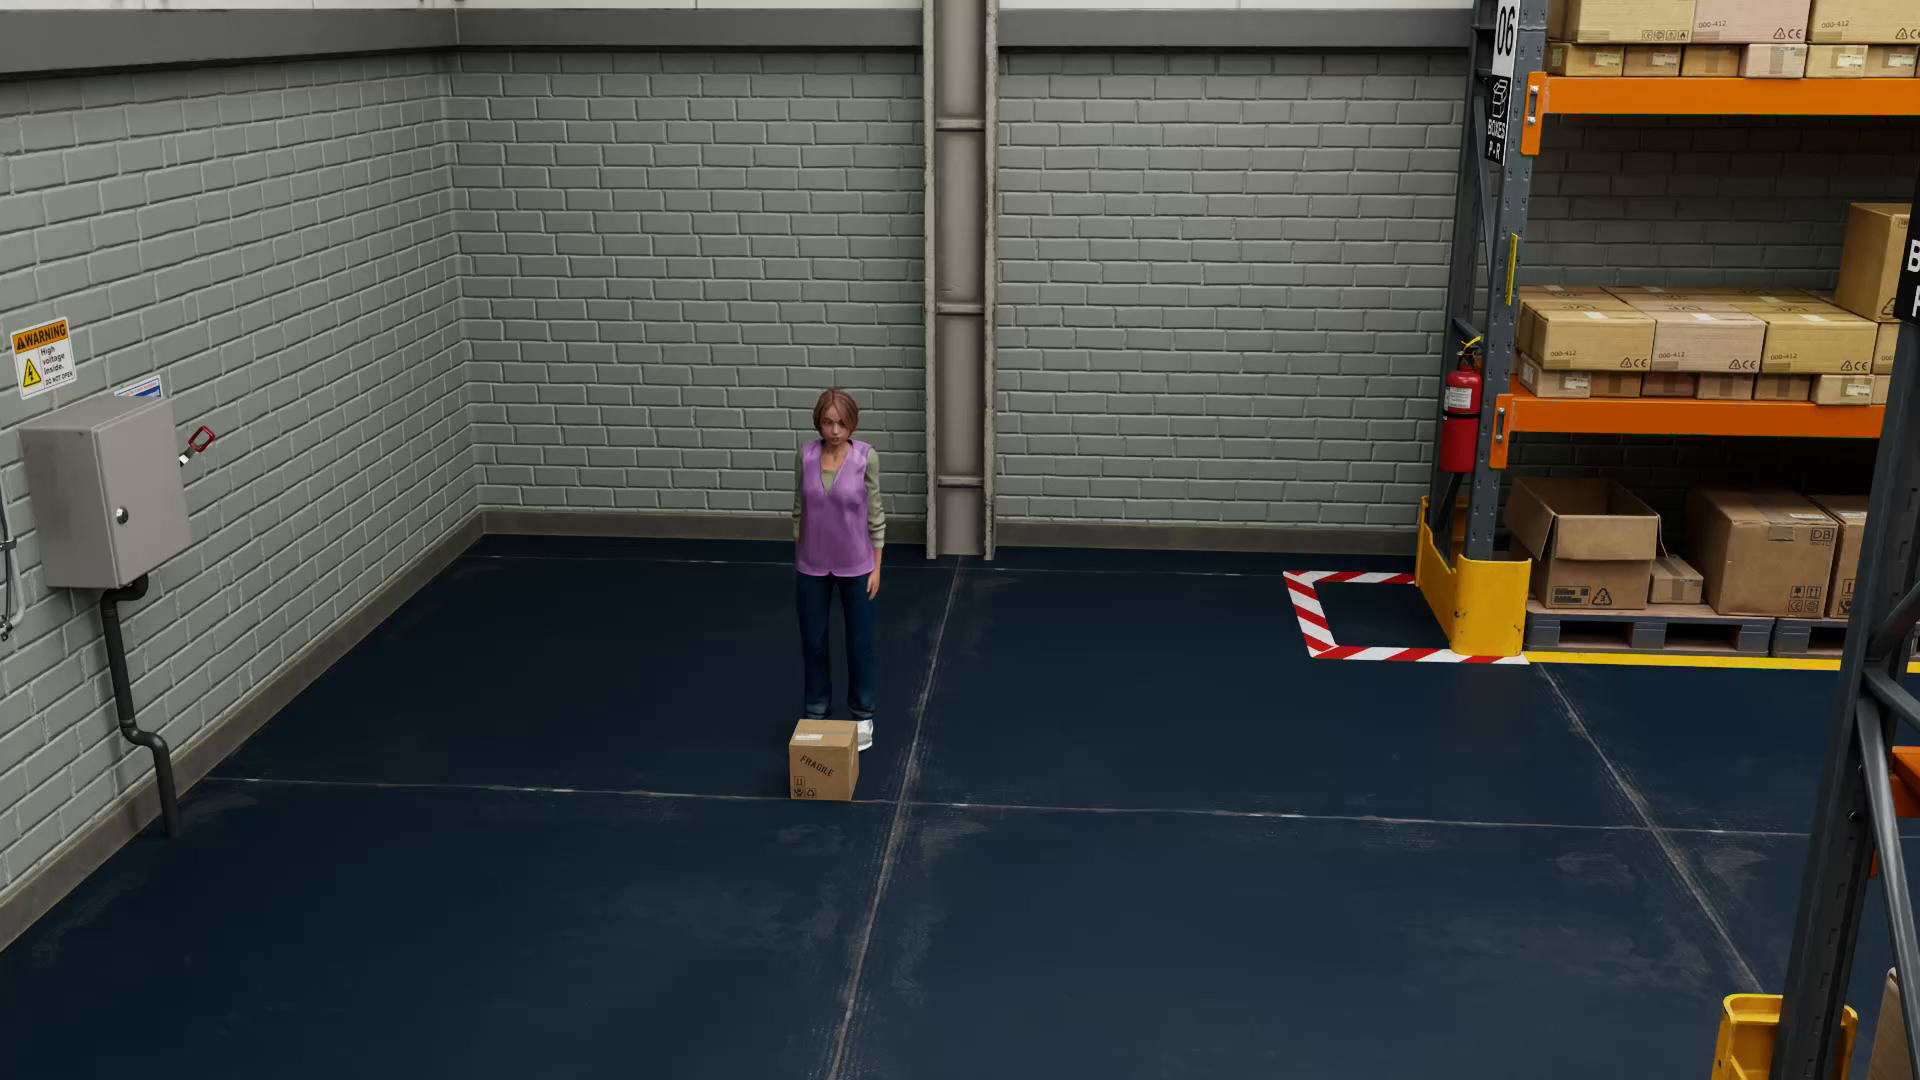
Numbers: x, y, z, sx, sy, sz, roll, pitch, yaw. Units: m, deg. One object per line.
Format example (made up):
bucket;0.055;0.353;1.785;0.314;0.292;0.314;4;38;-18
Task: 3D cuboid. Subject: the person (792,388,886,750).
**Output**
person;-0.519;0.132;7.164;0.406;1.595;0.304;2;18;5
